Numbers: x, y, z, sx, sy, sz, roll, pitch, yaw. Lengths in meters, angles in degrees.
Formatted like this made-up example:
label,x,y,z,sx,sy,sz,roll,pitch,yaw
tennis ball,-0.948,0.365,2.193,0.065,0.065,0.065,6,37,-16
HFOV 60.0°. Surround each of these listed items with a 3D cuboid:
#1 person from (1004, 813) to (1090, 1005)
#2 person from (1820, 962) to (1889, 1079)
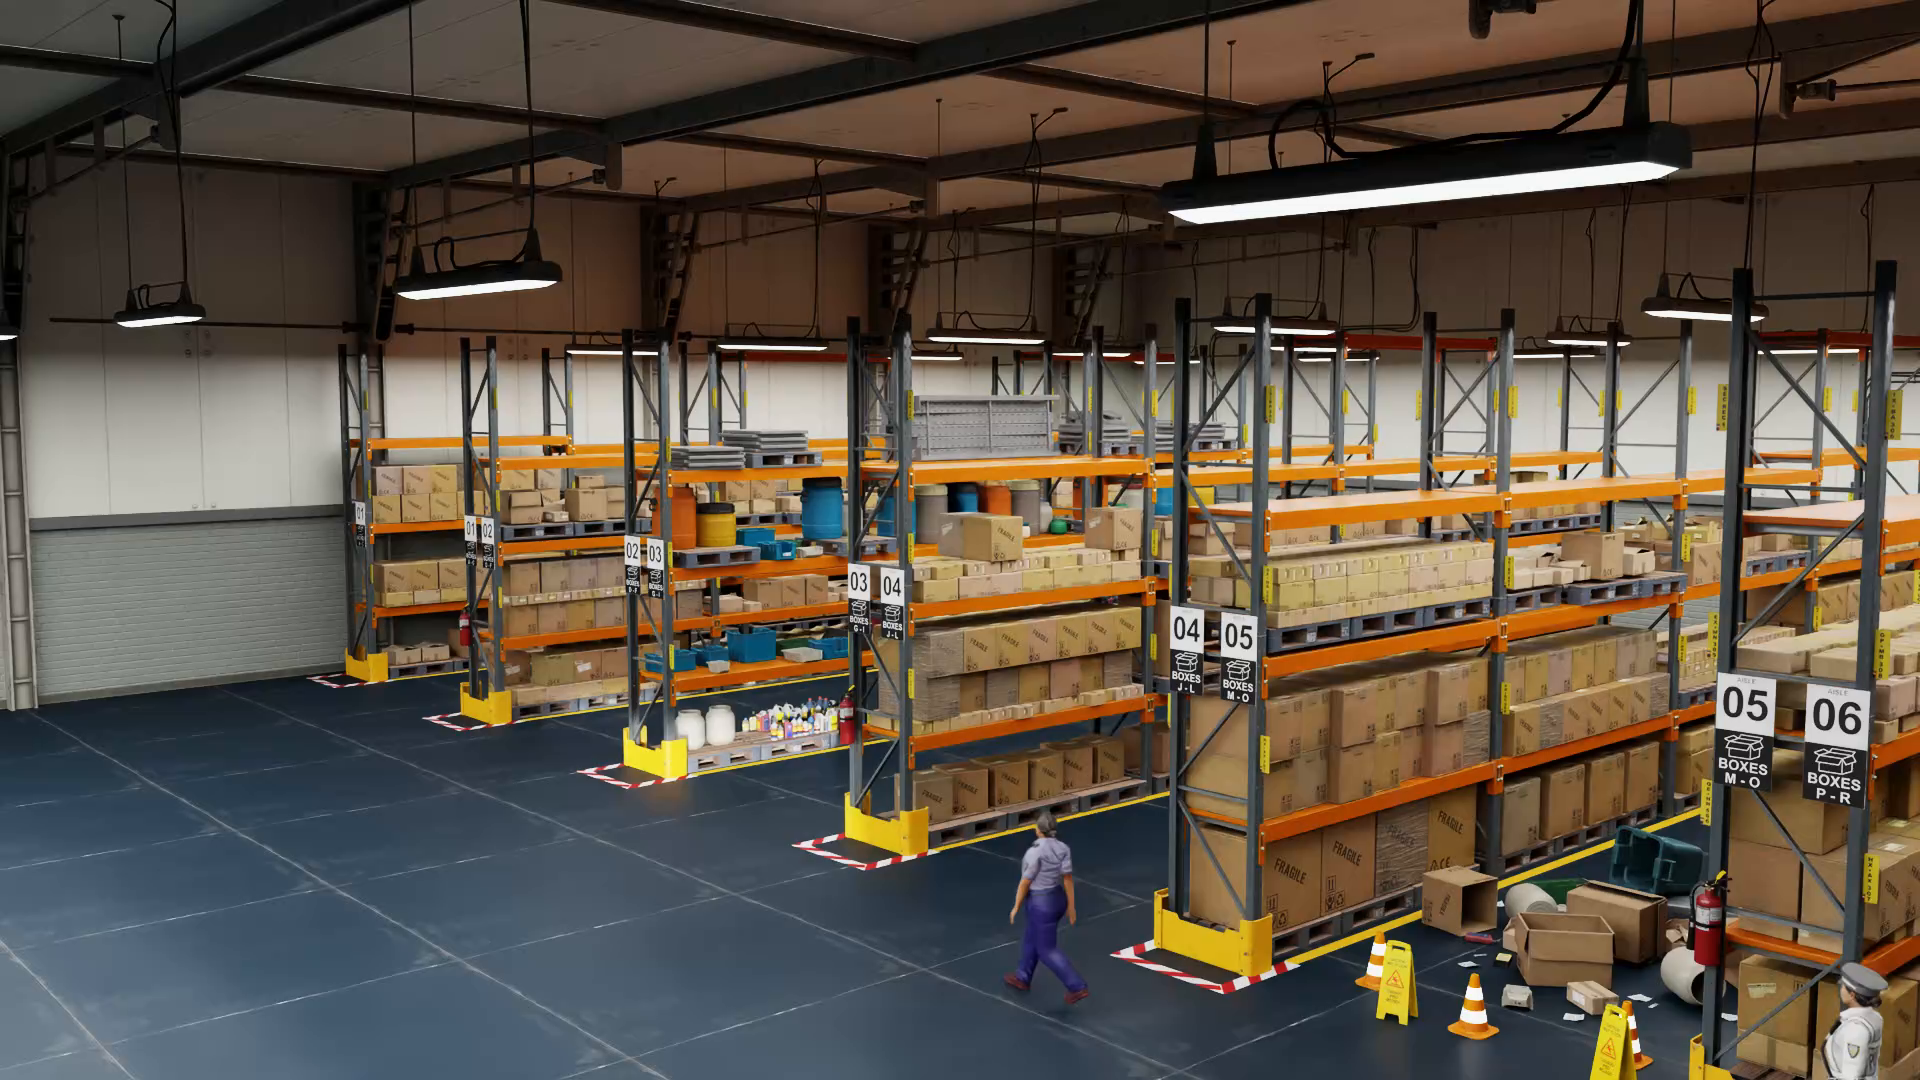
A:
label,x,y,z,sx,sy,sz,roll,pitch,yaw
person,0.716,3.100,14.076,0.982,1.607,0.481,3,6,31
person,5.537,3.420,10.148,0.757,1.663,0.447,1,5,8
